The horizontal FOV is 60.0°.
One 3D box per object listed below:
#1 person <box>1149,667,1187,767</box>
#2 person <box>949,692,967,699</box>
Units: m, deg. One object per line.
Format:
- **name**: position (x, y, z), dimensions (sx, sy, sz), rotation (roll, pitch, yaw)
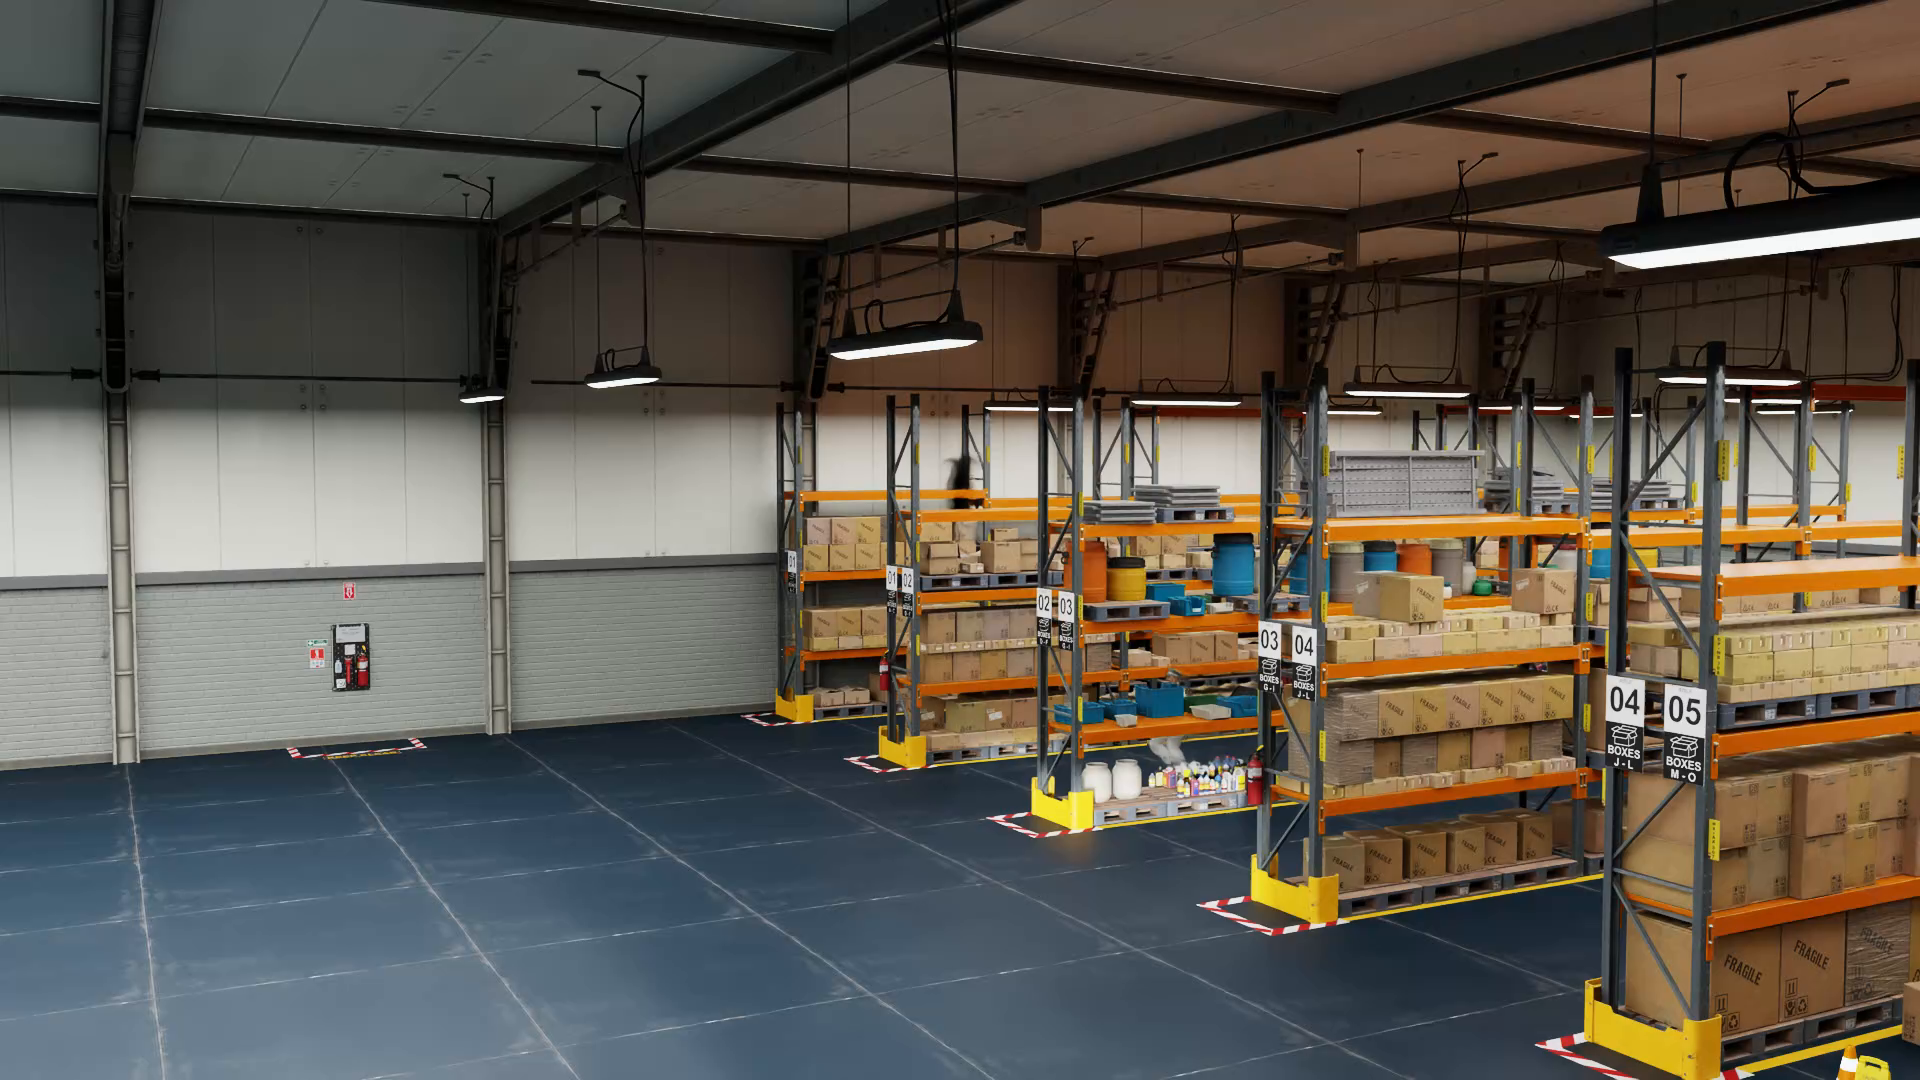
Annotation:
- **person**: position (3.220, 2.833, 25.649), dimensions (0.657, 1.749, 0.631), rotation (-2, 4, -26)
- **person**: position (0.079, 2.616, 29.773), dimensions (0.758, 1.790, 0.769), rotation (-1, 3, -11)
